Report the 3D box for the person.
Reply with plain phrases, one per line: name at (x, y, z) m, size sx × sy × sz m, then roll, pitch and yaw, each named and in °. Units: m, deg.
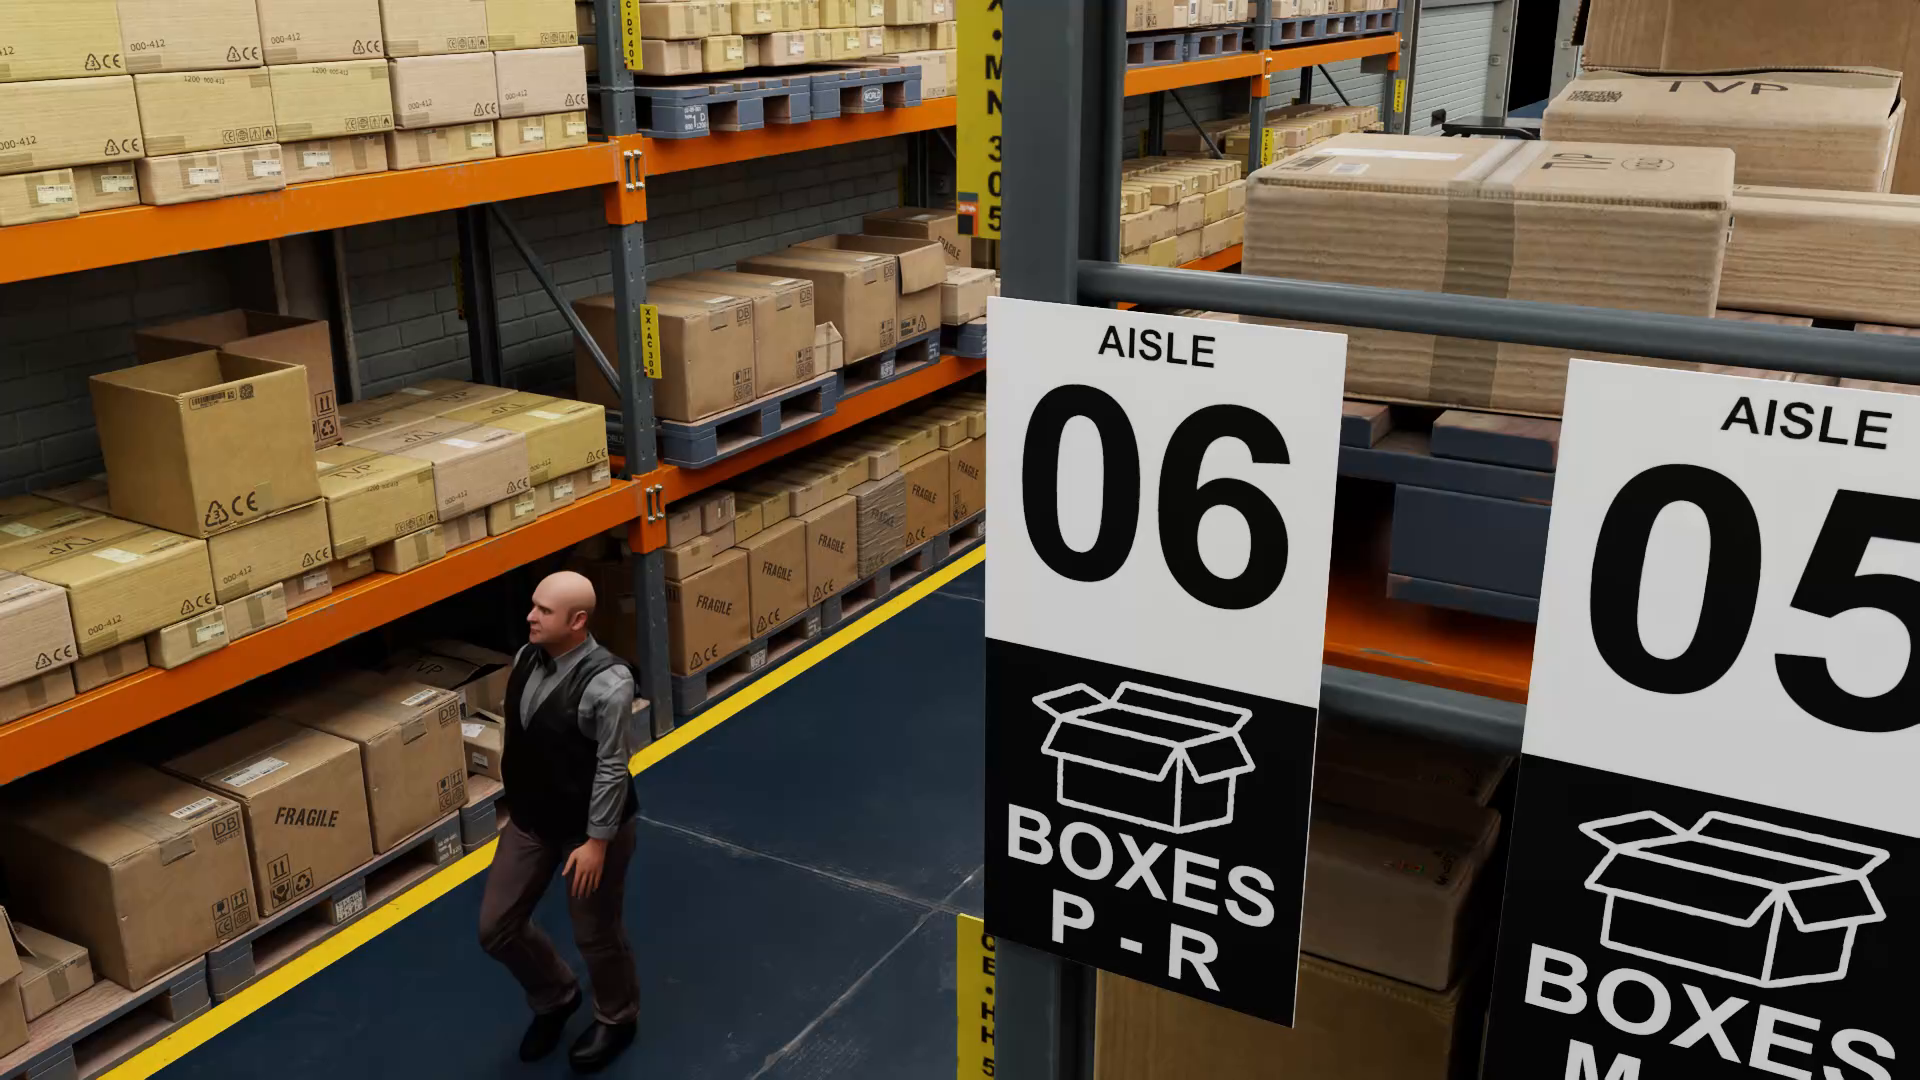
person at (-1.286, 0.952, 5.373) m, size 0.537 × 1.756 × 0.478 m, roll 12°, pitch 23°, yaw 31°
